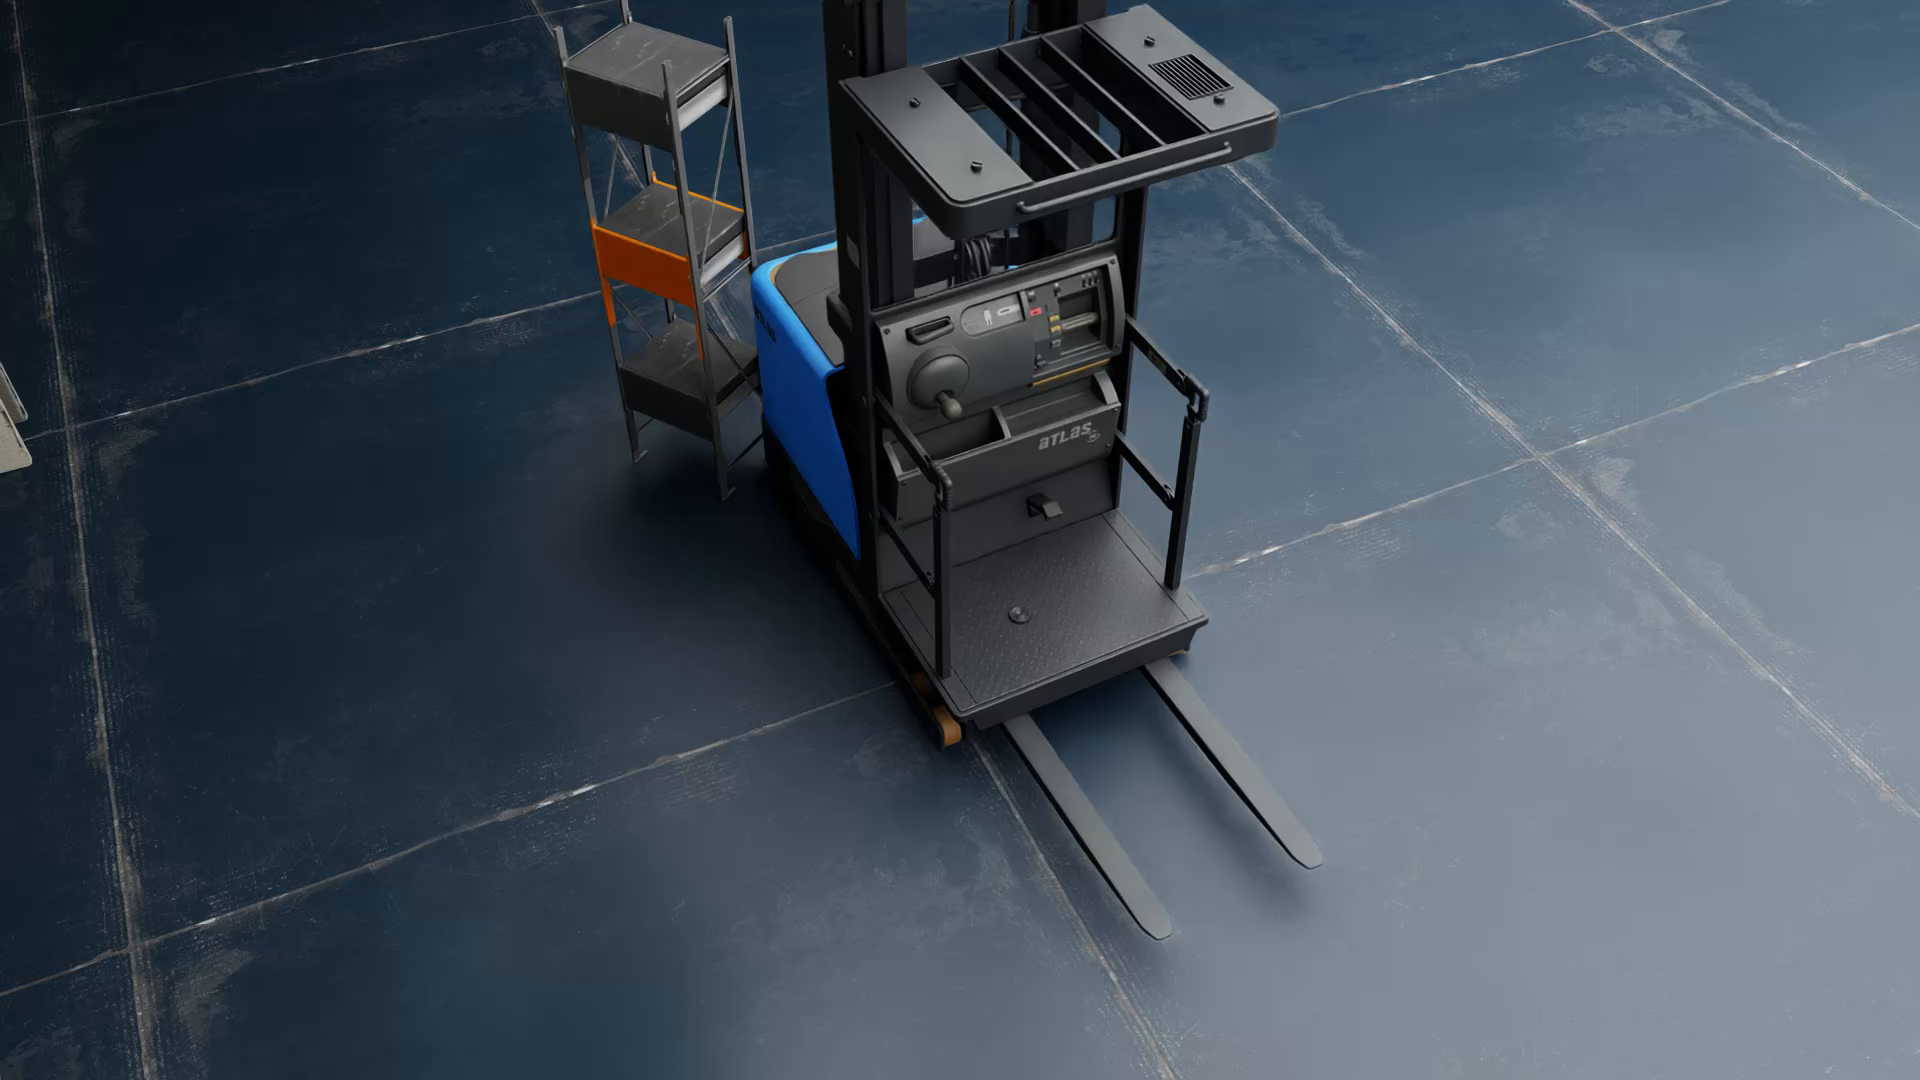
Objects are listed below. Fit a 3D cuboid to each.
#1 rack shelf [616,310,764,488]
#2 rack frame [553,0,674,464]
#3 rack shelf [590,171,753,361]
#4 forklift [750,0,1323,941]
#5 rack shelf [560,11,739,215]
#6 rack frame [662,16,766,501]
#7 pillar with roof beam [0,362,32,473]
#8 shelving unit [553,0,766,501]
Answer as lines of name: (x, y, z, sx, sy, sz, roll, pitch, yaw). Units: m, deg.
rack shelf: (-1.150, -0.618, 7.266, 0.480, 0.518, 0.431, 22, 49, 21)
rack frame: (-1.361, -1.212, 6.852, 0.015, 2.100, 0.400, 22, 49, 21)
rack shelf: (-1.150, -1.116, 6.775, 0.480, 0.518, 0.431, 22, 49, 21)
forklift: (0.256, -0.621, 5.661, 1.130, 2.935, 3.031, -20, 48, -19)
rack shelf: (-1.150, -1.615, 6.283, 0.480, 0.518, 0.431, 22, 49, 21)
rack frame: (-0.939, -1.040, 6.678, 0.015, 2.100, 0.400, 22, 49, 21)
pillar with roof beam: (-0.481, -4.893, 5.671, 9.100, 9.000, 0.400, -18, 47, -17)
shelving unit: (-1.150, -1.126, 6.765, 0.503, 2.100, 0.431, 22, 49, 21)
